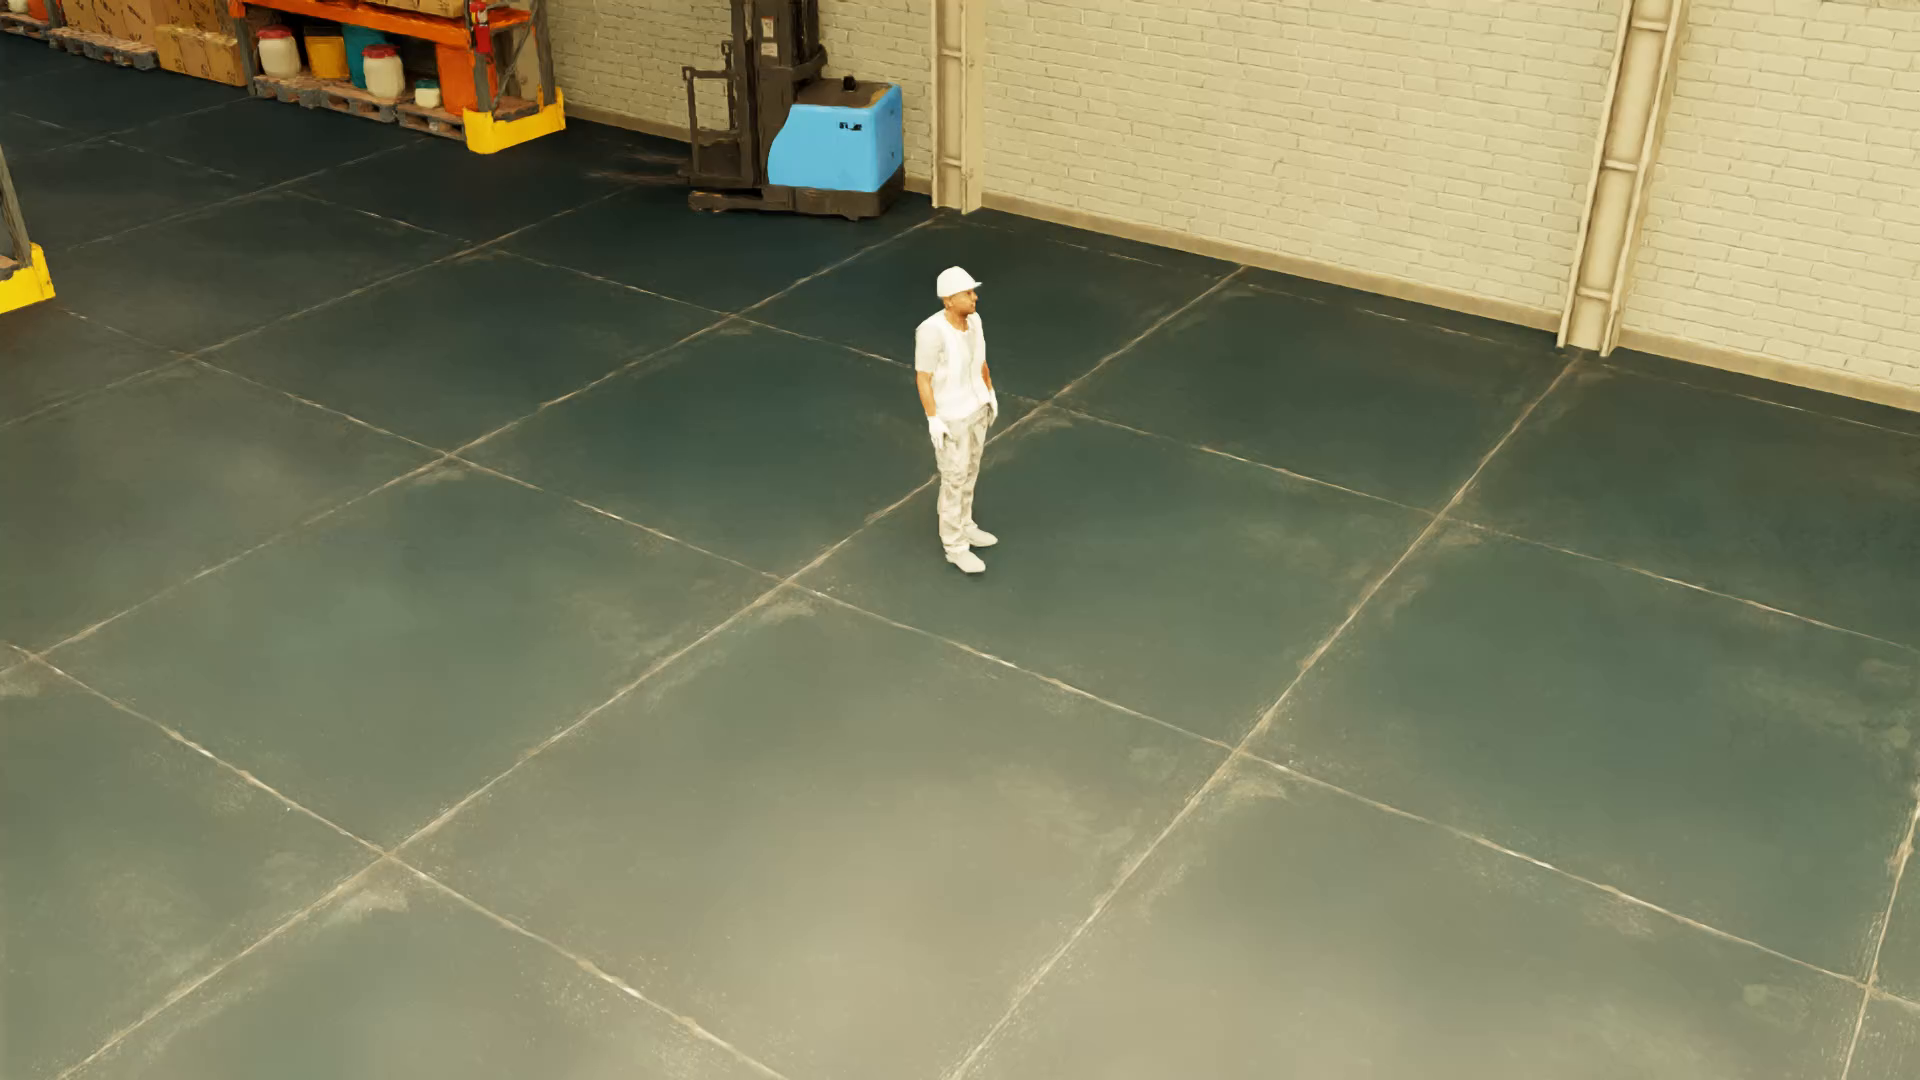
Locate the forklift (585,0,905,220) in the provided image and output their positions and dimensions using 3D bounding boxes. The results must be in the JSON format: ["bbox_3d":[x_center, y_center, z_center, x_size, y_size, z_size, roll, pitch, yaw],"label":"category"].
[{"bbox_3d":[-2.117,-4.654,15.596,3.031,2.935,1.130,7,31,12],"label":"forklift"}]

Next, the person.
[{"bbox_3d":[0.055,-0.753,10.008,0.576,1.782,0.655,19,35,29],"label":"person"}]
